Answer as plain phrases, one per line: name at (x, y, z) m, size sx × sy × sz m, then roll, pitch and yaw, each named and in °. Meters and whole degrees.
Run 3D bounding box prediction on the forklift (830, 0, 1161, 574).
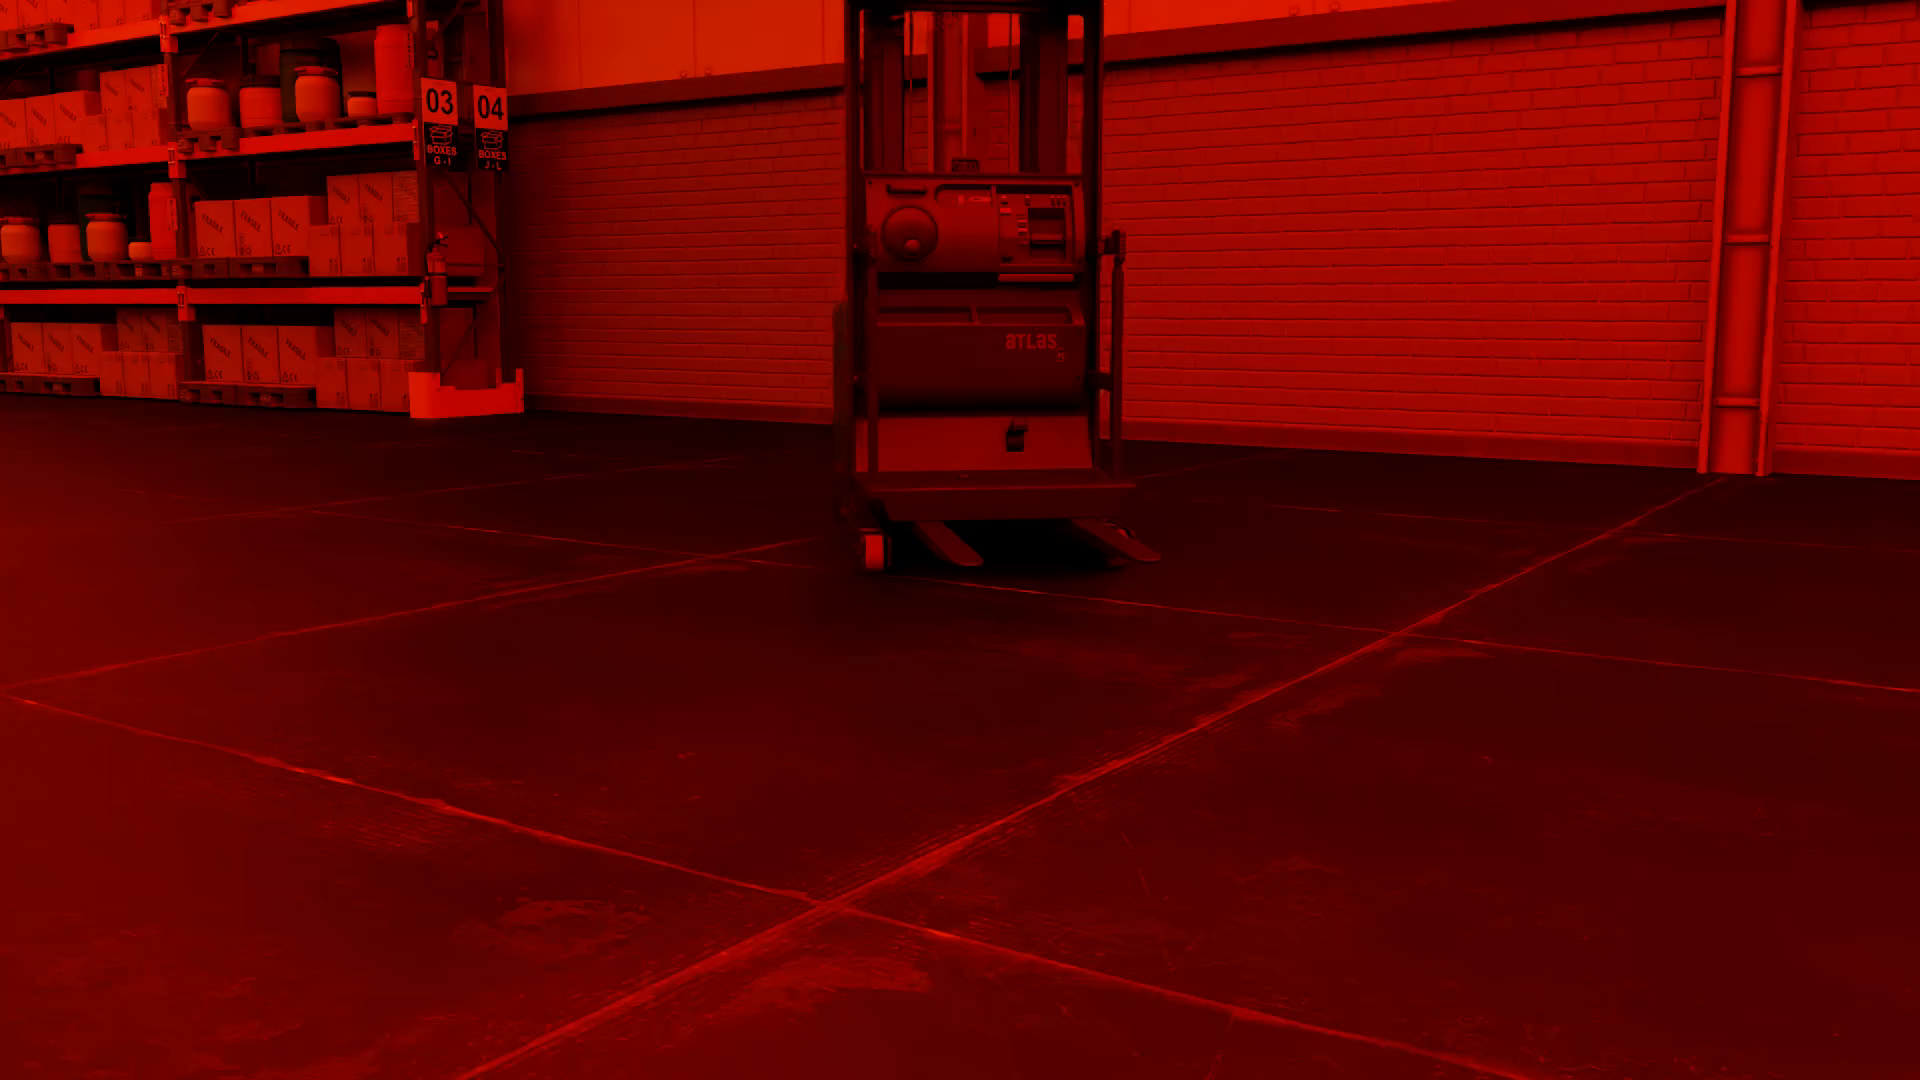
forklift at (0.101, -1.366, 6.800) m, size 1.130 × 2.935 × 3.031 m, roll -1°, pitch 8°, yaw -9°
